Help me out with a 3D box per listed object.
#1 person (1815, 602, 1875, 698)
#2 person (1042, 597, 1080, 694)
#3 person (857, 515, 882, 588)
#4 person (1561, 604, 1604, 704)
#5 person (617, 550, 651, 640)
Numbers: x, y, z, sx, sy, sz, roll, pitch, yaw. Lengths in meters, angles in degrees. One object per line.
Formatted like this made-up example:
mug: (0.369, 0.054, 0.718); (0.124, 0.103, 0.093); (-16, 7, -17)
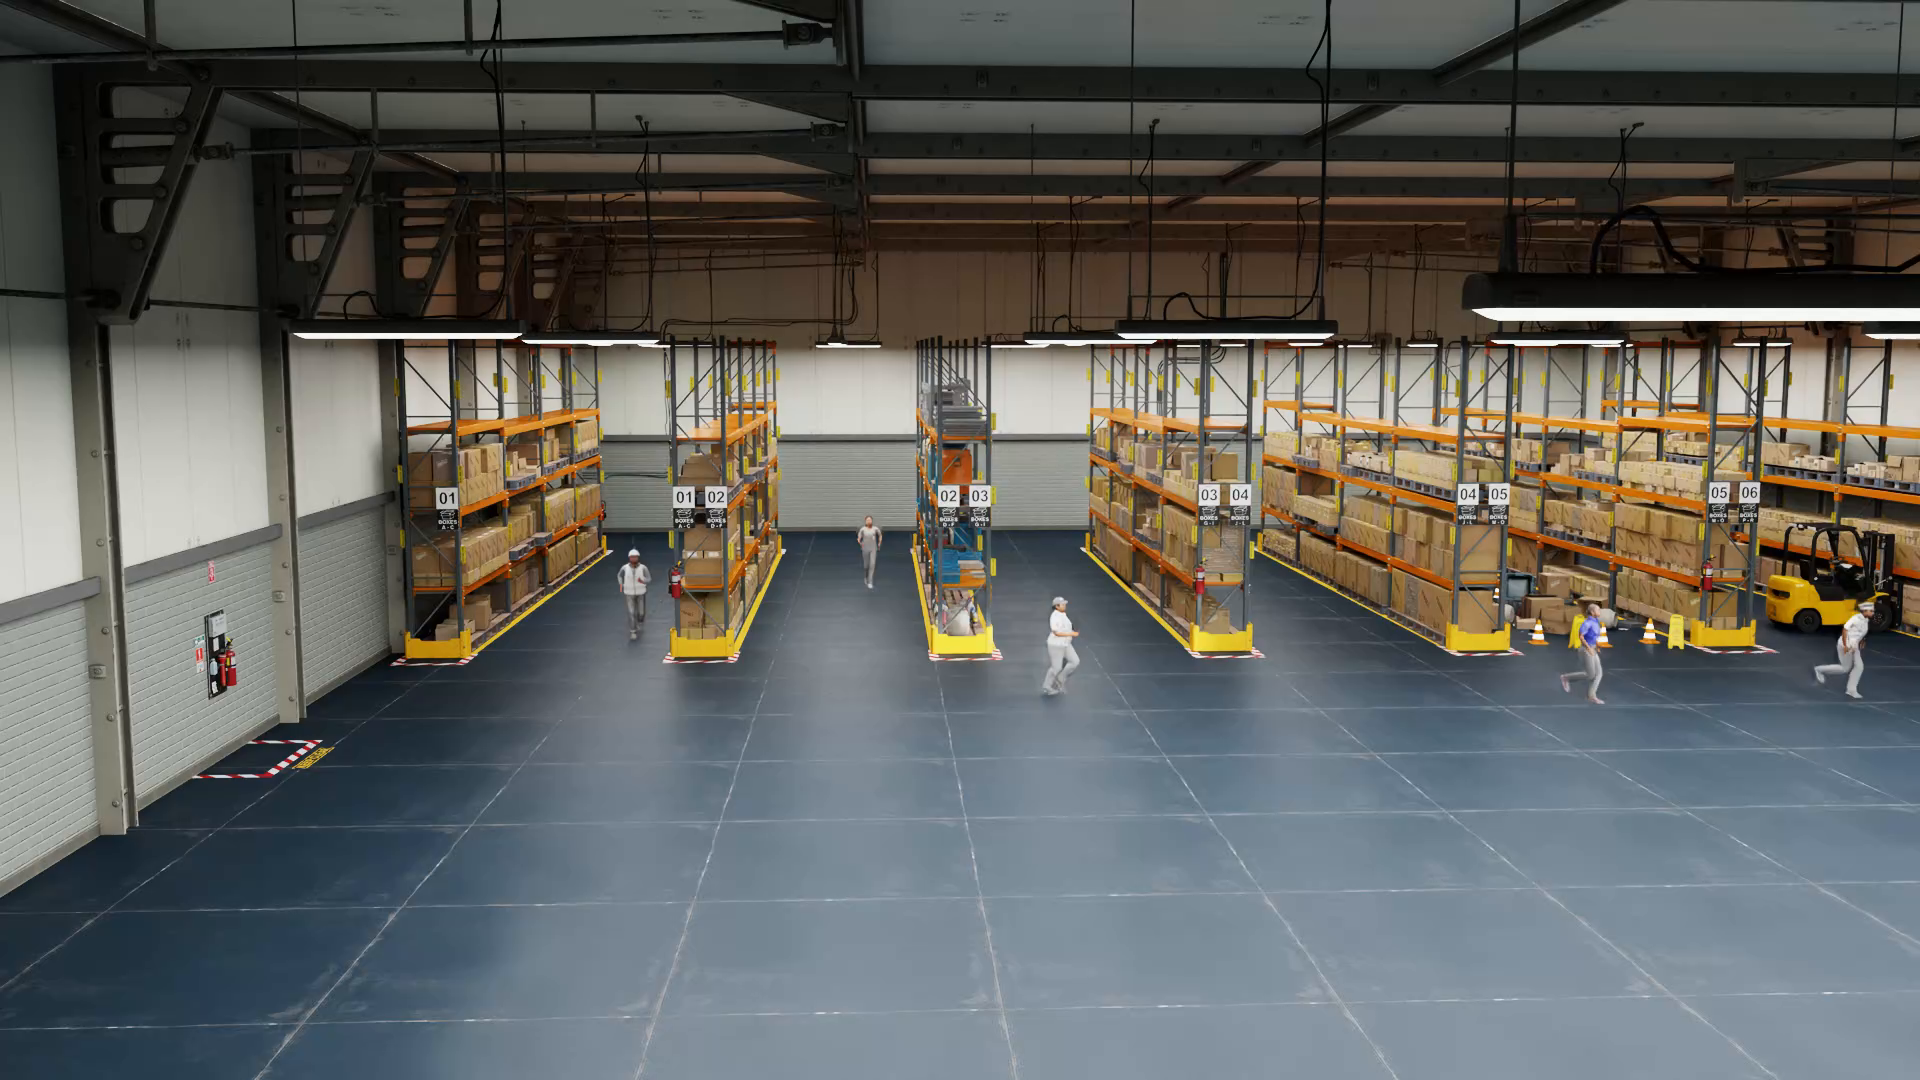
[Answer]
person: (14.777, 1.804, 27.770); (0.861, 1.629, 0.575); (6, 9, 41)
person: (1.682, 1.762, 27.678); (0.643, 1.648, 0.579); (3, 7, 25)
person: (-2.076, 0.256, 38.453); (0.582, 1.652, 0.793); (-1, 7, -6)
person: (10.253, 1.842, 27.279); (0.690, 1.628, 0.598); (4, 8, 32)
person: (-6.496, 1.062, 33.210); (0.663, 1.749, 0.958); (-2, 7, -13)
